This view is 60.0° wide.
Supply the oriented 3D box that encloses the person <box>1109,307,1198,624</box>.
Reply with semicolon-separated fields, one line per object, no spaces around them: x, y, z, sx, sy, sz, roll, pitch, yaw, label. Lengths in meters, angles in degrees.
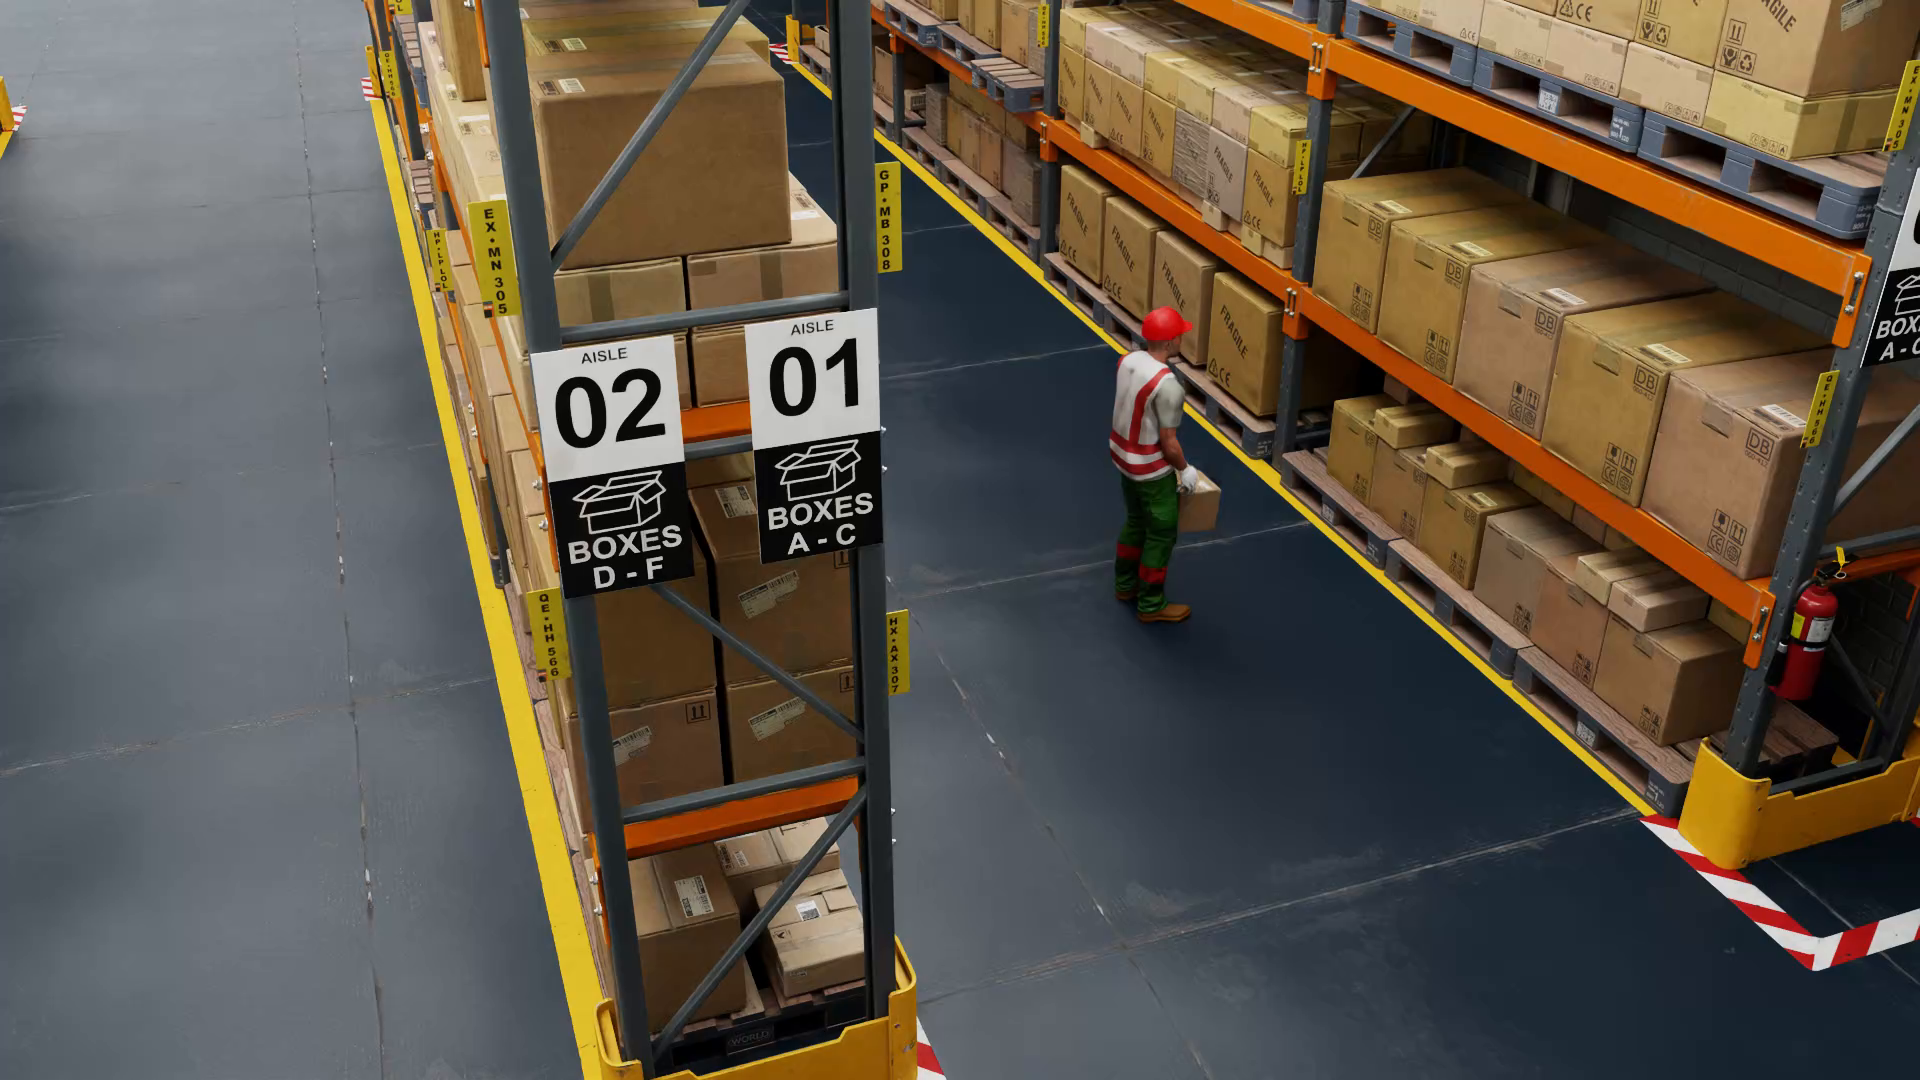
1.033;-0.414;9.054;0.404;1.787;0.547;-11;31;-19;person
